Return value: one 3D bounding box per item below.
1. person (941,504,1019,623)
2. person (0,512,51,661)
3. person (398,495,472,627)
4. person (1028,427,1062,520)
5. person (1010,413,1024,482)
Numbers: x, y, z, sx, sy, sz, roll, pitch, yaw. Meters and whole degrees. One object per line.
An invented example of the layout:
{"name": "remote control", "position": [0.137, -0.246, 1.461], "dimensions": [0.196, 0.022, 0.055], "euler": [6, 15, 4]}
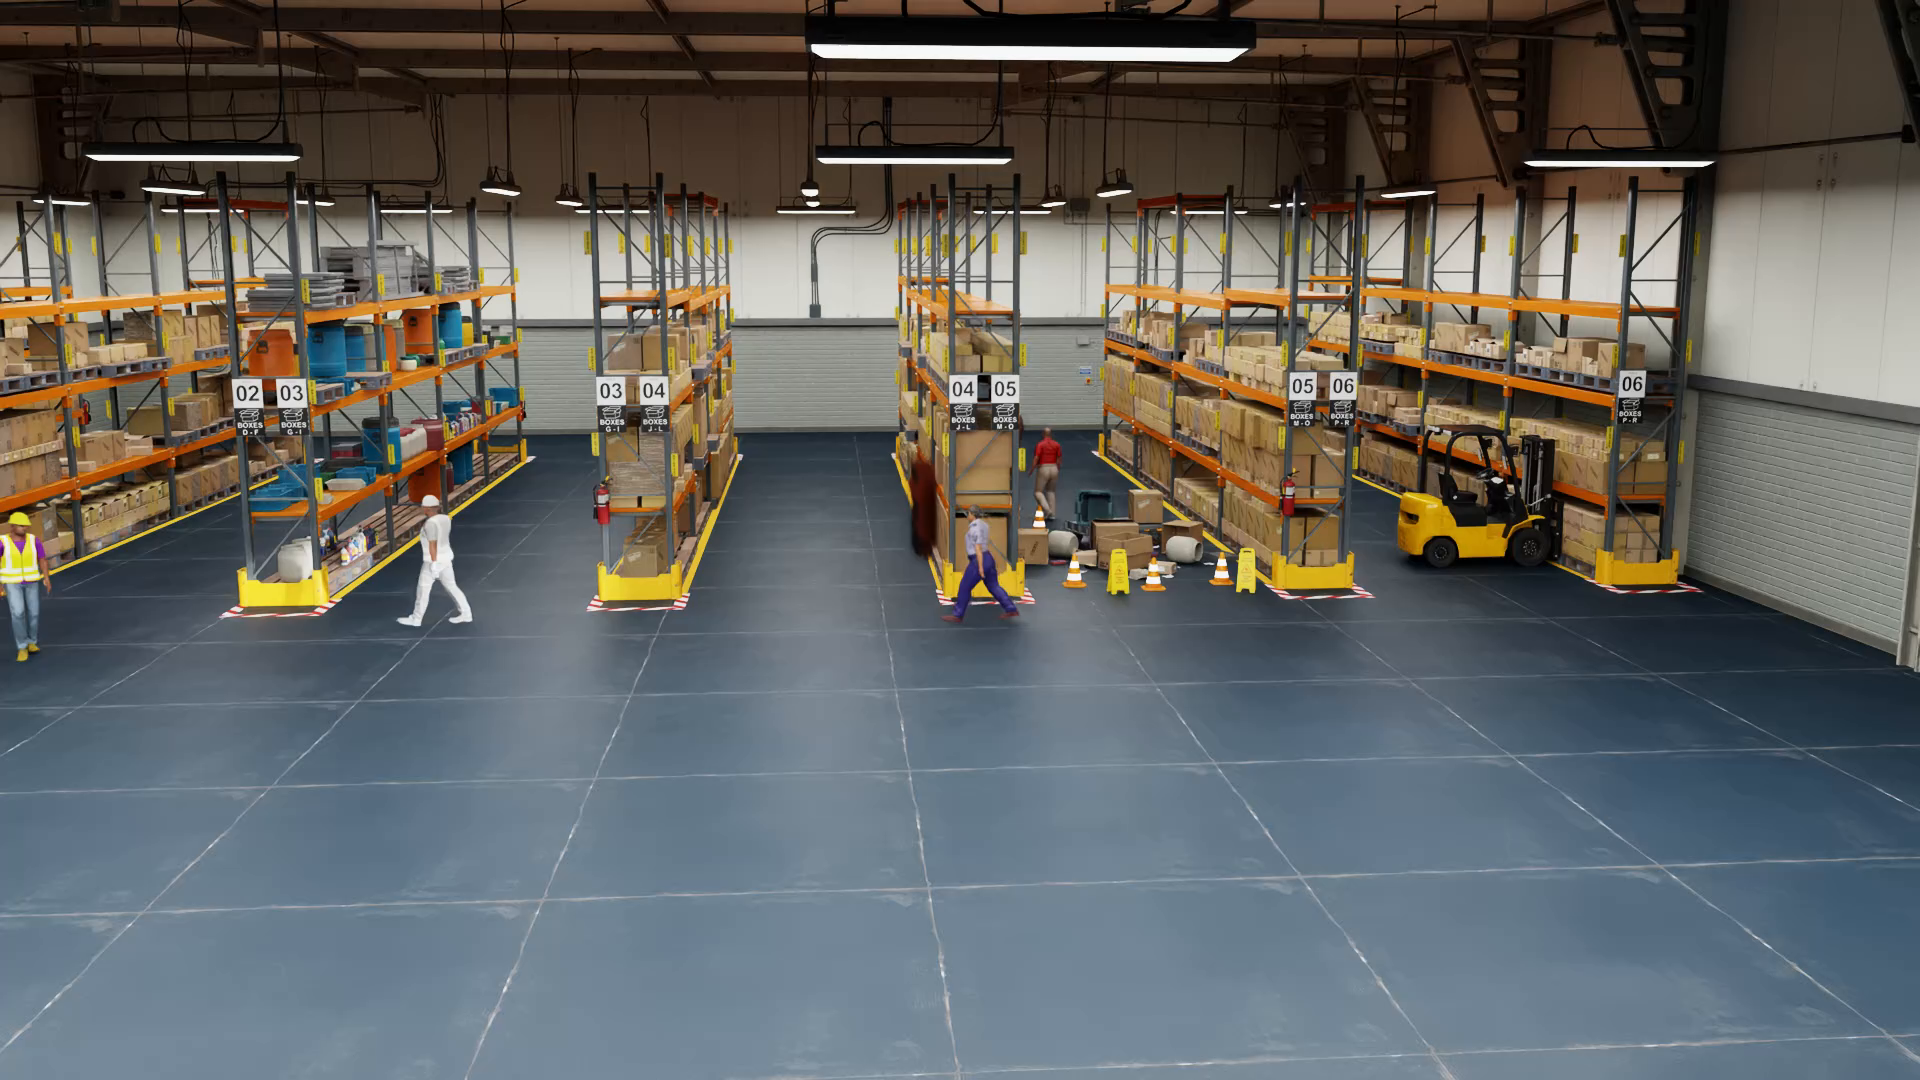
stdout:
{"name": "person", "position": [0.269, 0.320, 22.260], "dimensions": [1.042, 1.590, 0.493], "euler": [2, 10, 11]}
{"name": "person", "position": [-11.545, 0.570, 20.520], "dimensions": [0.603, 1.819, 0.598], "euler": [10, 14, 44]}
{"name": "person", "position": [-7.014, 0.270, 22.160], "dimensions": [0.905, 1.752, 0.580], "euler": [2, 10, 10]}
{"name": "person", "position": [1.633, -1.213, 30.732], "dimensions": [0.610, 1.710, 0.586], "euler": [-5, 11, -28]}
{"name": "person", "position": [1.121, -2.087, 35.503], "dimensions": [0.647, 1.750, 0.684], "euler": [-6, 12, -30]}
